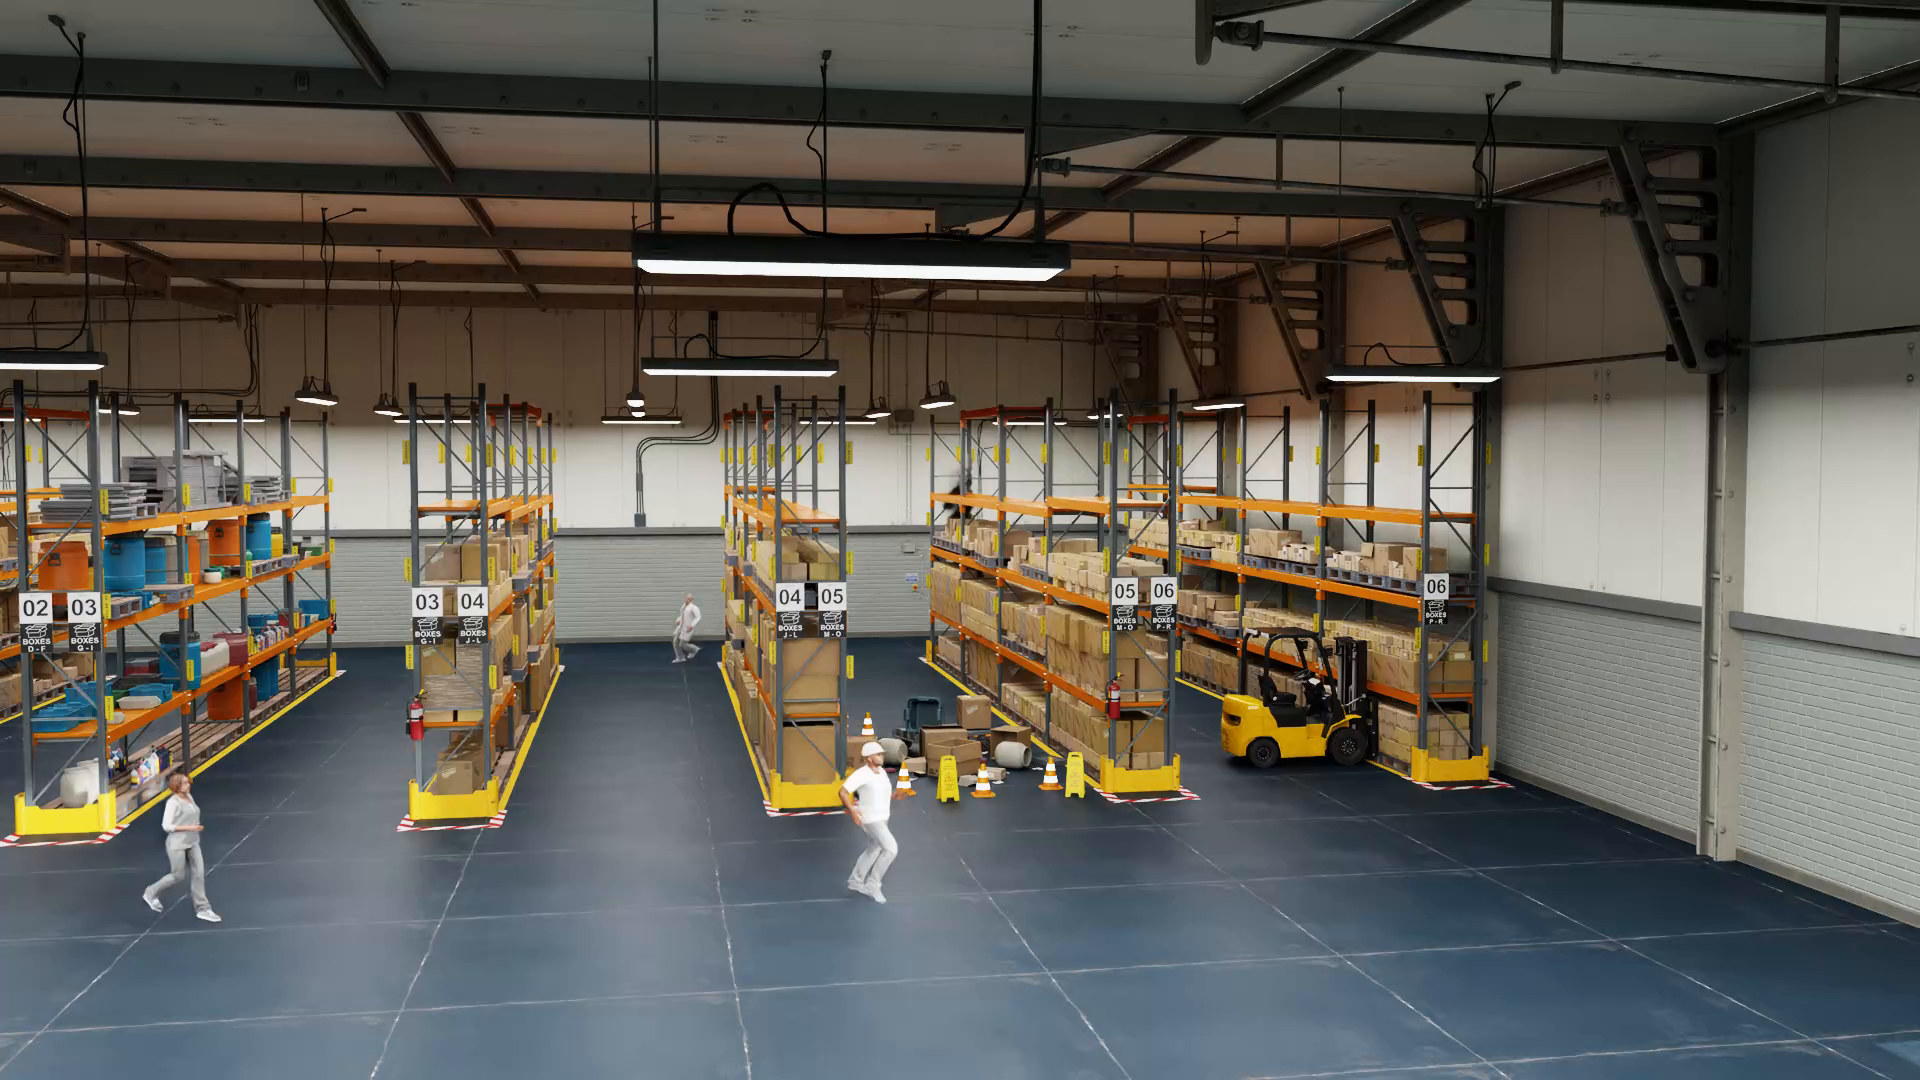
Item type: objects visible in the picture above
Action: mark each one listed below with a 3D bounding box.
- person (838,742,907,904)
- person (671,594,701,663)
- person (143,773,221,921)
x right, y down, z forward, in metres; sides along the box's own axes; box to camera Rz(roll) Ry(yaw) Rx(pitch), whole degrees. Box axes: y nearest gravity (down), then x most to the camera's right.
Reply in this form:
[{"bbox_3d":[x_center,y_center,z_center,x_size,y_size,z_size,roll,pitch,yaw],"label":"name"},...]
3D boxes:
[{"bbox_3d":[-0.952,3.174,18.725,0.728,1.801,0.671,1,3,20],"label":"person"},{"bbox_3d":[-6.530,2.157,40.201,0.657,1.684,0.793,-3,4,-44],"label":"person"},{"bbox_3d":[-8.339,3.284,17.804,0.877,1.592,0.538,1,3,12],"label":"person"}]
